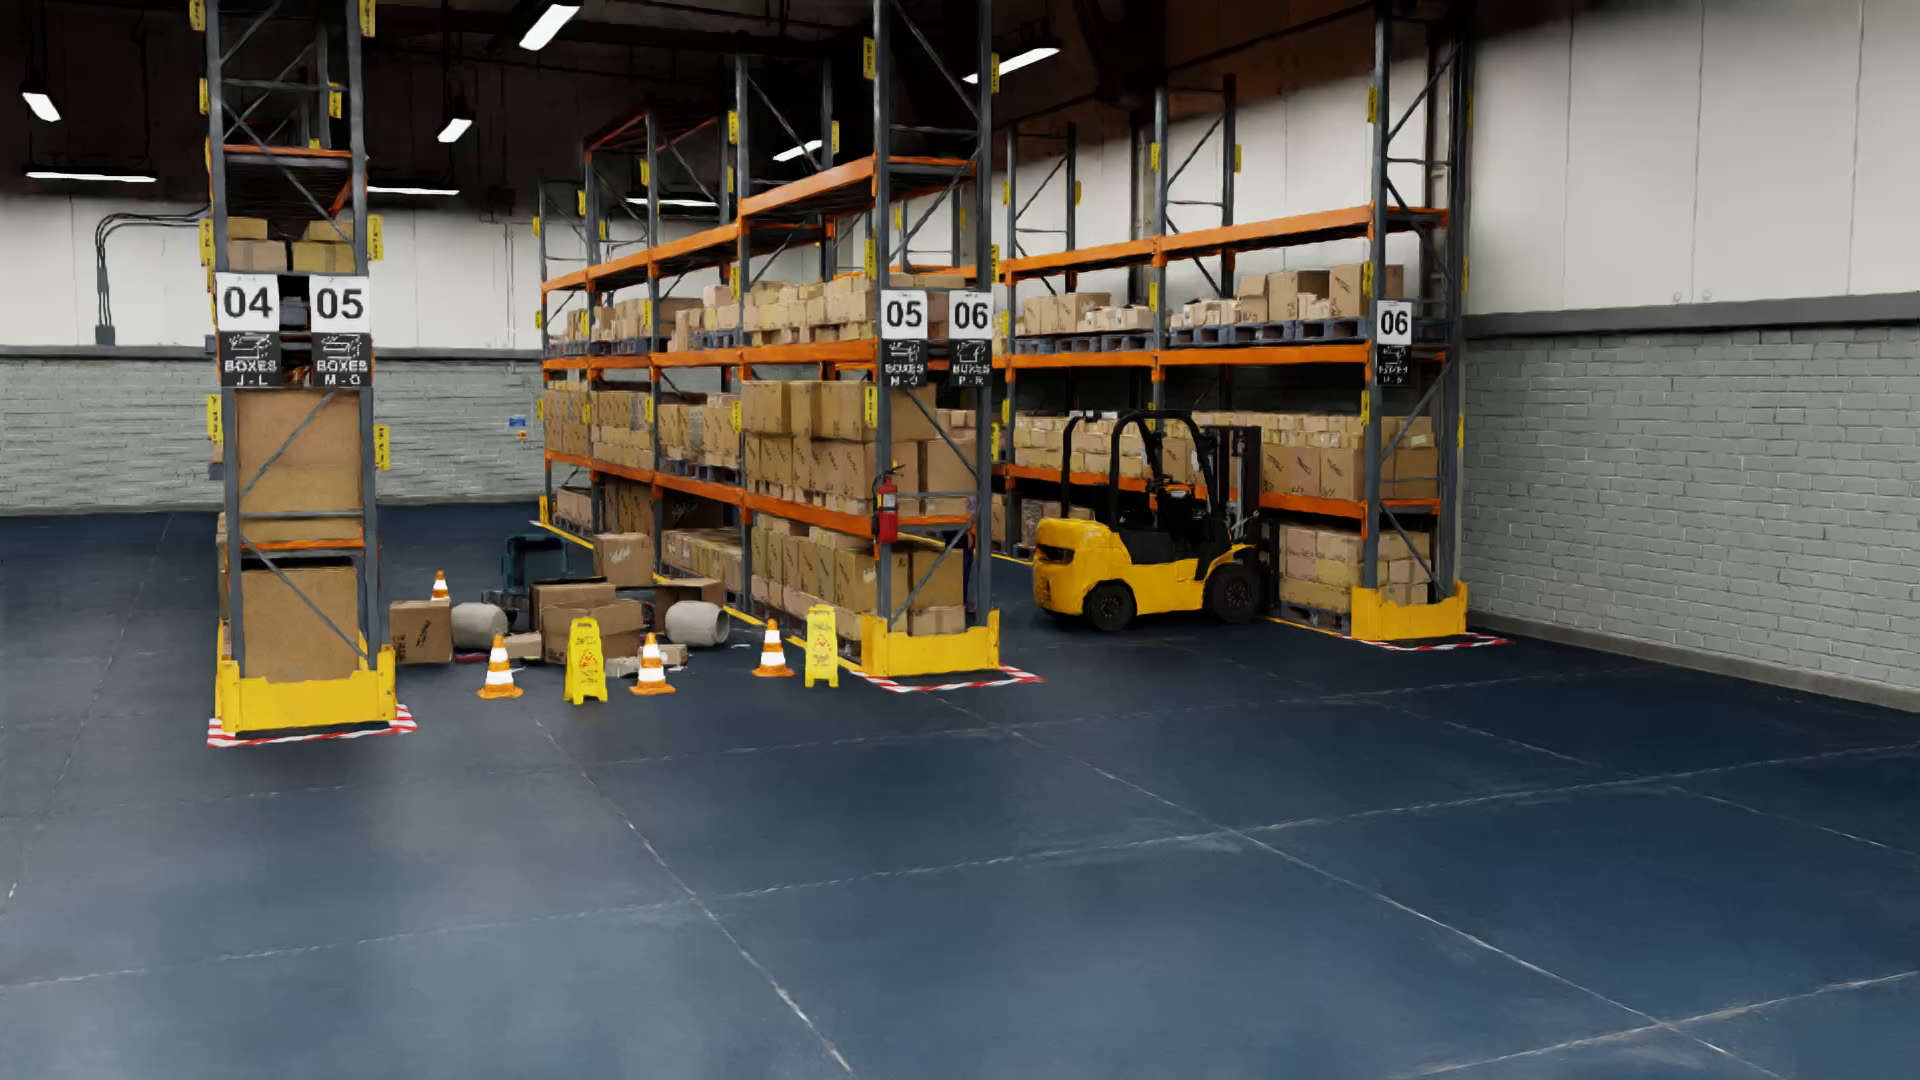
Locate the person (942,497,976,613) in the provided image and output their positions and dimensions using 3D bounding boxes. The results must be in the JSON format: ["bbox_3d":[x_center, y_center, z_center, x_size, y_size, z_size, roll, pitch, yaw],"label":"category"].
[{"bbox_3d":[0.022,-0.075,17.694,0.365,1.661,0.532,-2,6,-20],"label":"person"}]
